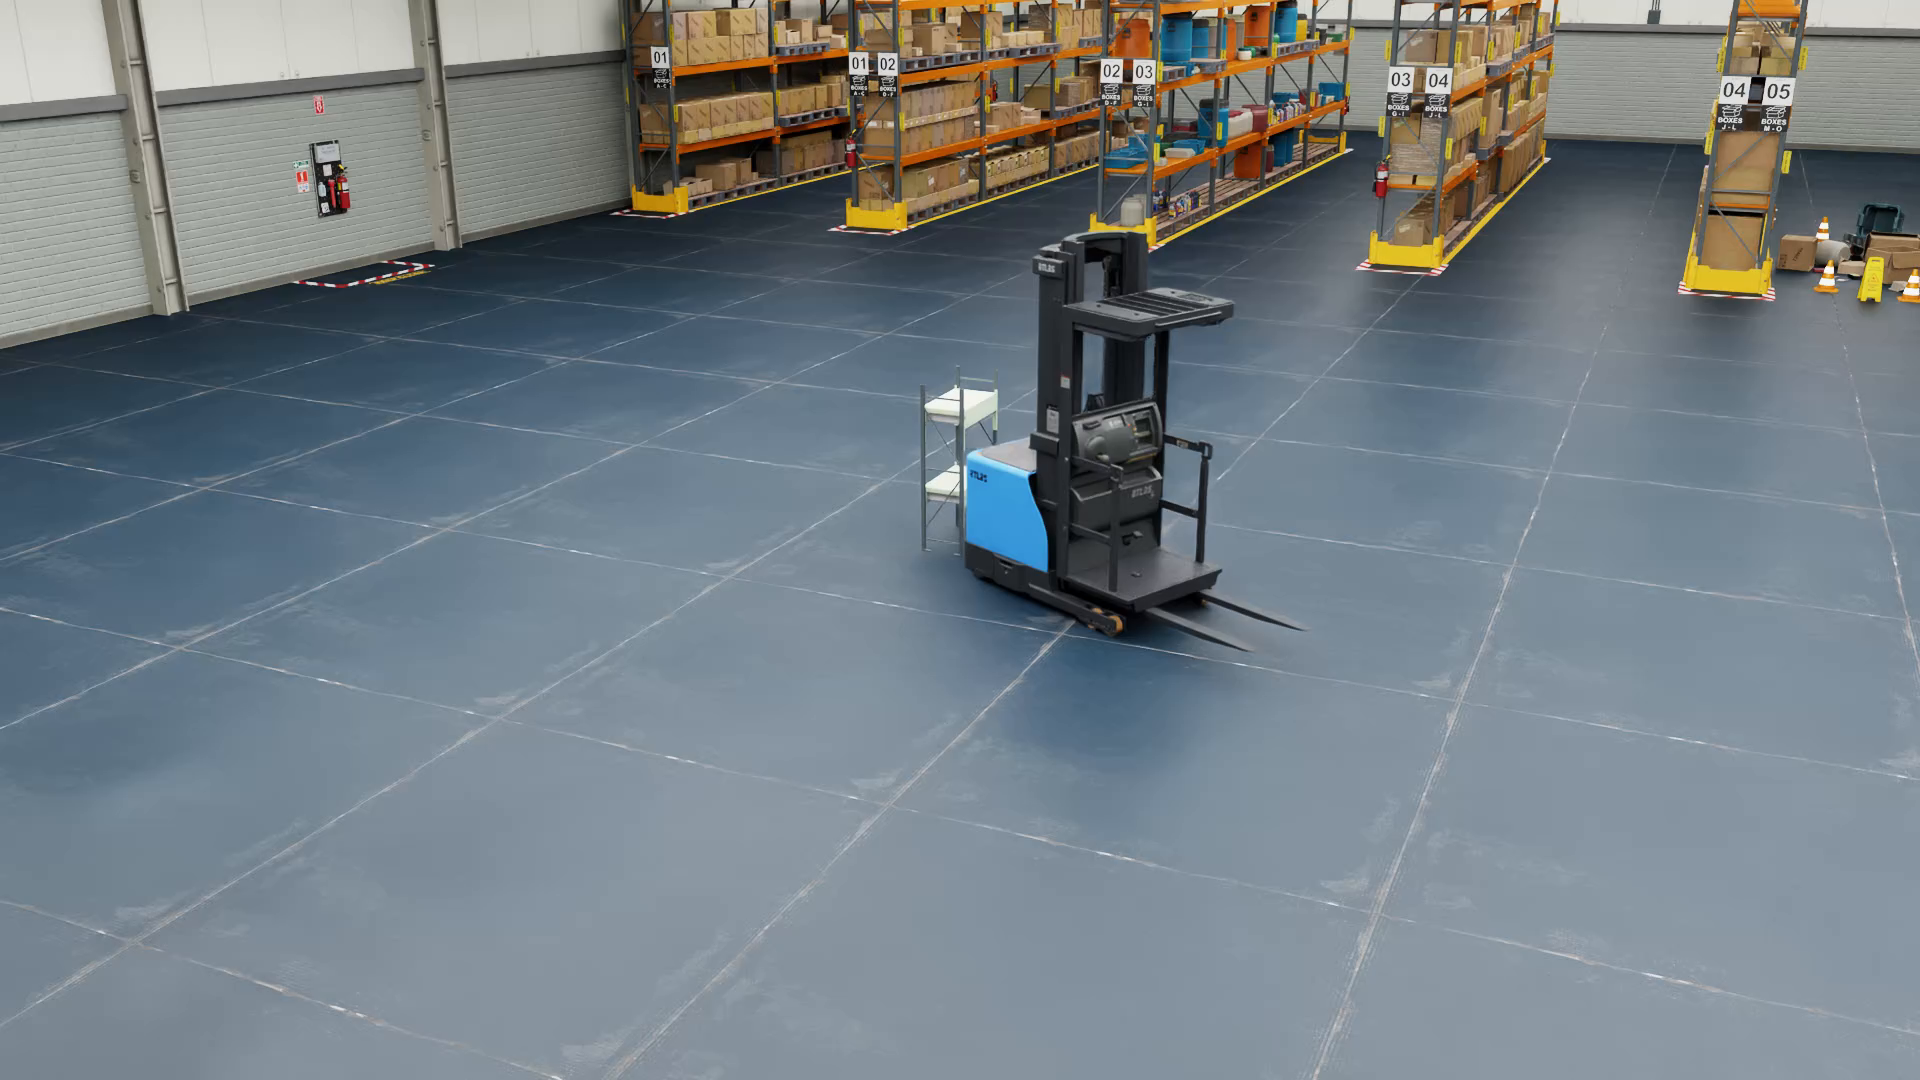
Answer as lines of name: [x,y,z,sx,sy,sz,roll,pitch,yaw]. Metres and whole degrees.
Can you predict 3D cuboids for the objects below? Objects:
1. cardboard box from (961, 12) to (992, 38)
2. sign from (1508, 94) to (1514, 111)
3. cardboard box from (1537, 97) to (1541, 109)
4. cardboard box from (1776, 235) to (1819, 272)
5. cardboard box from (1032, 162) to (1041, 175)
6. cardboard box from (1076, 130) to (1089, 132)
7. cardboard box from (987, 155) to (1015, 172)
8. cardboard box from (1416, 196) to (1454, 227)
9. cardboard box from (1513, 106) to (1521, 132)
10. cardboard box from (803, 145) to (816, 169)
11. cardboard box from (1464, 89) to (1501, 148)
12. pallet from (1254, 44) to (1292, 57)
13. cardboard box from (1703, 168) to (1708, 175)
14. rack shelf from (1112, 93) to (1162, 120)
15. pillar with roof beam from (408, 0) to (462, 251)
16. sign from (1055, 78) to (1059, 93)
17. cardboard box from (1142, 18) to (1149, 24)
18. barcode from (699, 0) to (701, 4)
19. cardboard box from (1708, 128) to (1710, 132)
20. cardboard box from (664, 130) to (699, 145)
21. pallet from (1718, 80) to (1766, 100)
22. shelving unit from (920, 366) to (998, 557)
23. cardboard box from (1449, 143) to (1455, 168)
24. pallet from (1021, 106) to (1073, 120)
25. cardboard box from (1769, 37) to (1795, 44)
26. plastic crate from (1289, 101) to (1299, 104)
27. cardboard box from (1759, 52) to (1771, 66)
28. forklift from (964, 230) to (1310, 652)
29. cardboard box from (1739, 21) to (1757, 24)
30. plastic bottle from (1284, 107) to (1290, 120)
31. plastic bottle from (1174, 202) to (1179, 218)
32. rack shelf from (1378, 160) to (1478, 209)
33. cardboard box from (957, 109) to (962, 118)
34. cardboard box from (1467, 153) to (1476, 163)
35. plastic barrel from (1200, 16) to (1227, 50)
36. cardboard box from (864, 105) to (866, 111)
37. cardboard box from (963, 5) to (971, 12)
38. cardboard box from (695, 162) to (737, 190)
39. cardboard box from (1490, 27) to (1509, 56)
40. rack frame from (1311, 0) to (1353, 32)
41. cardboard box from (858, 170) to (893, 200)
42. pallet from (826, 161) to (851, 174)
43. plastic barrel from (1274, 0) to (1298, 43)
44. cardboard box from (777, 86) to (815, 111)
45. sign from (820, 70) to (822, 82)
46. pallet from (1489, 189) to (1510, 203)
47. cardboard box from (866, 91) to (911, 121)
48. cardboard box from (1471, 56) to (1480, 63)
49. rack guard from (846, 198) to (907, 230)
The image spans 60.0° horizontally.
cardboard box: [0.346,-10.697,34.526,0.500,0.500,0.500,9,21,23]
sign: [11.230,-8.919,33.915,0.100,0.325,0.005,9,21,23]
cardboard box: [13.425,-10.343,39.307,0.500,0.250,0.500,9,21,23]
cardboard box: [13.878,-4.756,27.547,0.500,0.500,0.500,13,23,32]
cardboard box: [1.494,-8.393,37.522,0.500,0.250,0.500,8,21,22]
cardboard box: [2.913,-9.981,41.584,0.500,0.500,0.500,8,21,20]
cardboard box: [0.874,-8.190,36.113,0.500,0.311,0.500,8,21,21]
cardboard box: [8.665,-5.987,30.384,0.500,0.500,0.500,17,26,40]
cardboard box: [11.801,-9.109,35.908,0.500,0.500,0.500,9,21,23]
cardboard box: [-3.766,-8.871,38.463,0.700,0.500,0.500,9,21,23]
cardboard box: [9.546,-7.964,31.317,1.000,1.000,1.000,9,21,23]
pallet: [6.615,-10.707,36.357,1.003,0.211,1.213,9,21,23]
cardboard box: [14.884,-6.735,32.115,1.050,0.750,0.750,8,21,22]
rack shelf: [4.152,-11.338,43.401,1.077,0.370,4.000,9,21,23]
pillar with roof beam: [-5.134,-8.810,26.266,9.100,9.000,0.400,9,21,23]
sign: [2.203,-10.313,37.717,0.100,0.325,0.005,9,21,23]
cardboard box: [4.581,-13.369,43.040,0.500,0.250,0.500,9,21,23]
barcode: [-5.425,-11.241,34.742,0.001,0.075,0.075,9,21,23]
cardboard box: [14.998,-8.064,32.870,0.380,0.149,0.250,9,21,24]
cardboard box: [-5.612,-8.120,33.473,0.500,0.250,0.500,8,21,21]
pallet: [12.233,-6.925,25.574,1.003,0.211,1.213,9,21,23]
shelving unit: [-0.003,-0.705,14.665,0.431,1.500,0.755,9,21,23]
cardboard box: [8.045,-6.705,28.705,0.875,0.500,0.500,9,21,23]
pallet: [1.909,-9.969,38.764,1.213,0.211,1.003,9,21,23]
cardboard box: [13.718,-8.308,27.740,0.380,0.149,0.250,8,21,22]
plastic crate: [8.064,-10.663,40.748,0.437,0.125,0.590,9,21,23]
cardboard box: [12.784,-7.475,25.992,0.500,0.250,0.500,8,21,22]
forklift: [1.376,-0.825,12.867,1.130,2.935,3.031,-16,25,-38]
cardboard box: [17.743,-11.599,37.466,0.380,0.149,0.250,9,22,24]
plastic bottle: [7.478,-9.784,38.141,0.152,0.276,0.135,9,21,23]
plastic bottle: [4.073,-6.222,31.339,0.061,0.283,0.133,9,21,24]
rack shelf: [8.274,-6.309,29.260,1.077,0.370,4.000,9,21,23]
cardboard box: [-0.173,-8.624,33.578,0.380,0.149,0.250,9,21,23]
cardboard box: [9.273,-7.035,30.603,0.380,0.149,0.250,9,21,23]
plastic barrel: [5.121,-10.174,33.829,0.600,0.901,0.708,9,21,23]
cardboard box: [-2.480,-10.481,40.263,0.380,0.149,0.250,8,21,22]
cardboard box: [-0.021,-14.335,44.605,0.500,0.500,0.500,8,21,20]
cardboard box: [-5.157,-7.696,35.160,0.700,0.500,0.500,7,21,19]
cardboard box: [10.347,-9.691,32.323,0.500,0.500,0.500,9,21,24]
rack frame: [9.489,-14.434,42.080,1.000,3.000,0.127,9,21,23]
cardboard box: [-1.633,-6.858,32.086,0.500,0.500,0.500,9,21,23]
pallet: [-3.147,-8.969,39.827,1.003,0.211,1.213,9,21,23]
plastic barrel: [7.291,-11.690,37.463,0.600,0.901,0.708,9,21,23]
cardboard box: [-3.748,-10.079,37.982,0.700,0.500,0.500,12,23,30]
sign: [-3.333,-11.142,40.048,0.100,0.325,0.005,9,21,23]
pallet: [11.123,-7.399,35.413,1.003,0.211,1.213,9,21,23]
cardboard box: [-1.356,-8.213,31.454,0.700,0.500,0.500,9,21,23]
cardboard box: [9.007,-8.494,29.480,0.380,0.149,0.250,7,21,20]
rack guard: [-1.591,-6.212,31.644,1.175,0.500,0.348,9,21,23]
